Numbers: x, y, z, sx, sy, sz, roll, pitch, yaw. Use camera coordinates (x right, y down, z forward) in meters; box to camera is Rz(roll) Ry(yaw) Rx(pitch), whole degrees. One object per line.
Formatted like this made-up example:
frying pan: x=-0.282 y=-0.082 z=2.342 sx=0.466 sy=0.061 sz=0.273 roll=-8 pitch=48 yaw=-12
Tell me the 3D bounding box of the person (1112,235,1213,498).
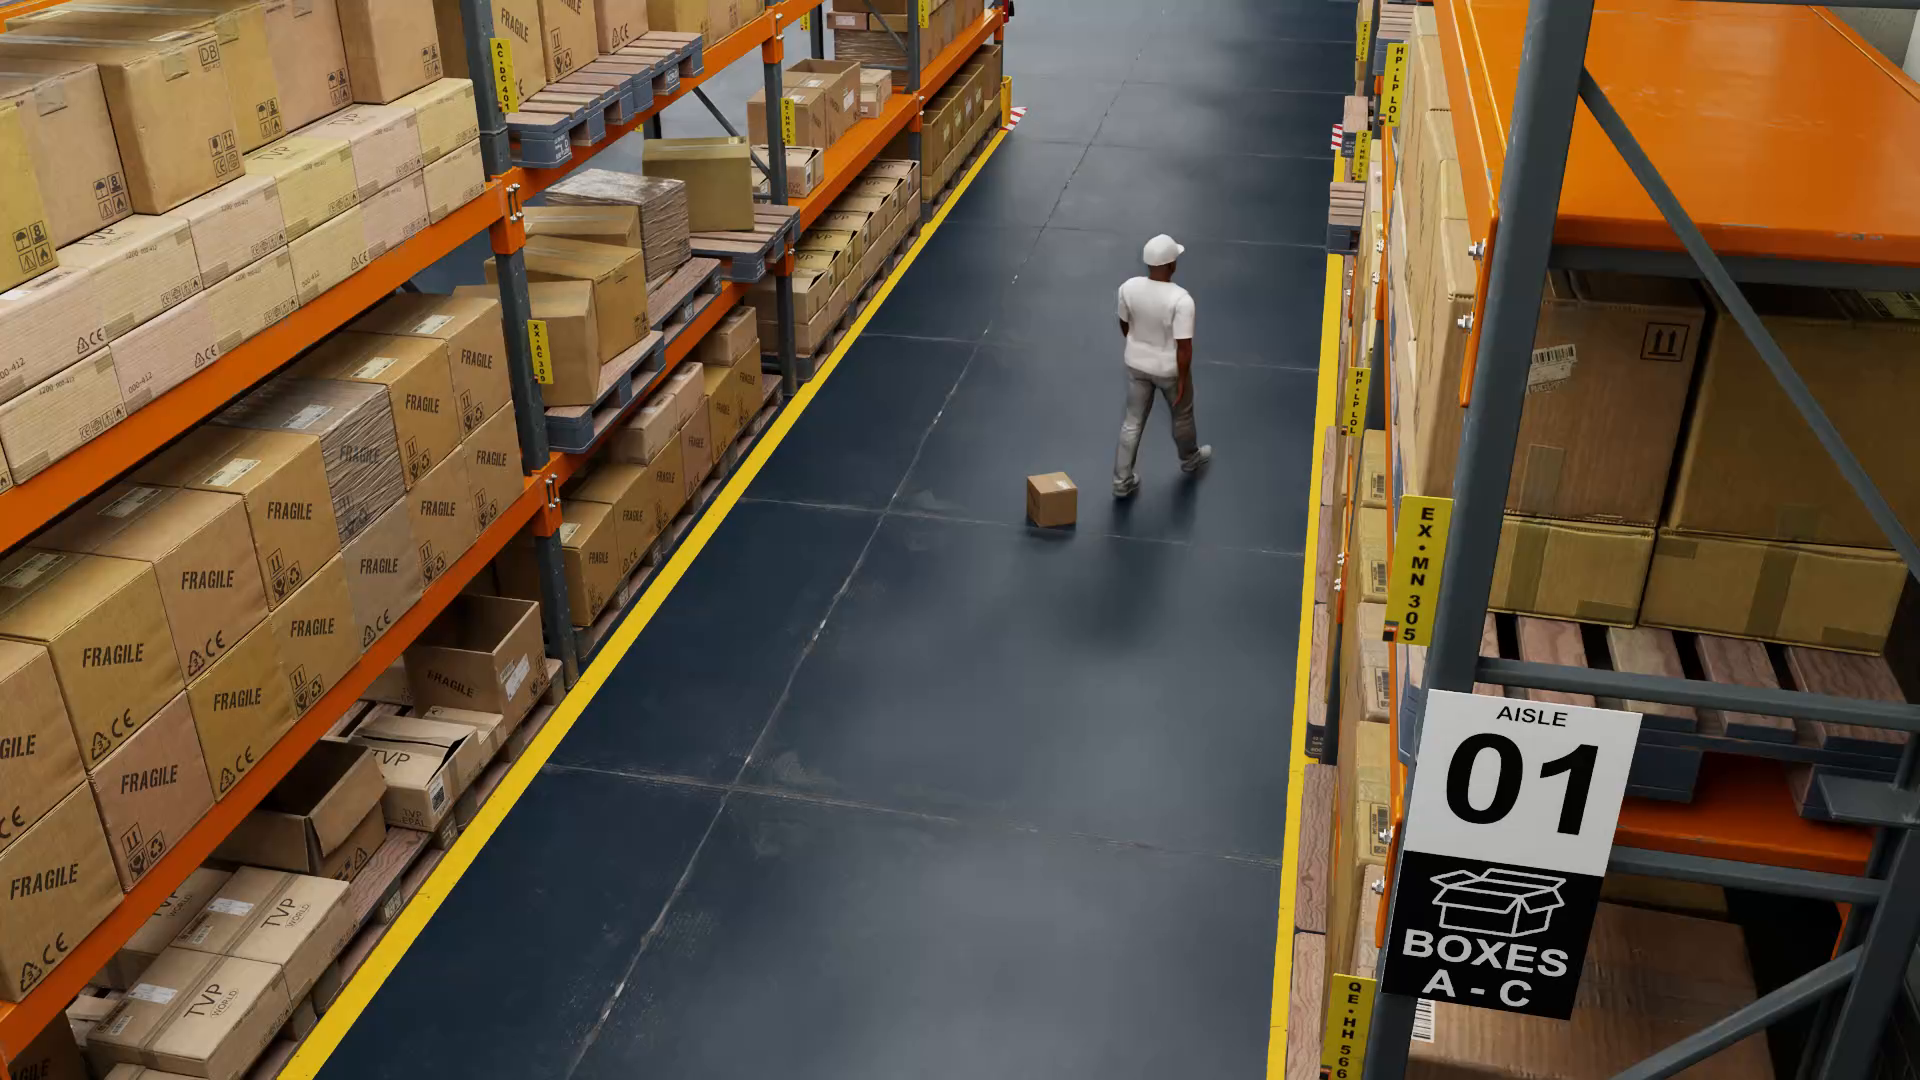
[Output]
person: x=1.319 y=-1.180 z=10.741 sx=0.572 sy=1.722 sz=0.925 roll=16 pitch=33 yaw=27
